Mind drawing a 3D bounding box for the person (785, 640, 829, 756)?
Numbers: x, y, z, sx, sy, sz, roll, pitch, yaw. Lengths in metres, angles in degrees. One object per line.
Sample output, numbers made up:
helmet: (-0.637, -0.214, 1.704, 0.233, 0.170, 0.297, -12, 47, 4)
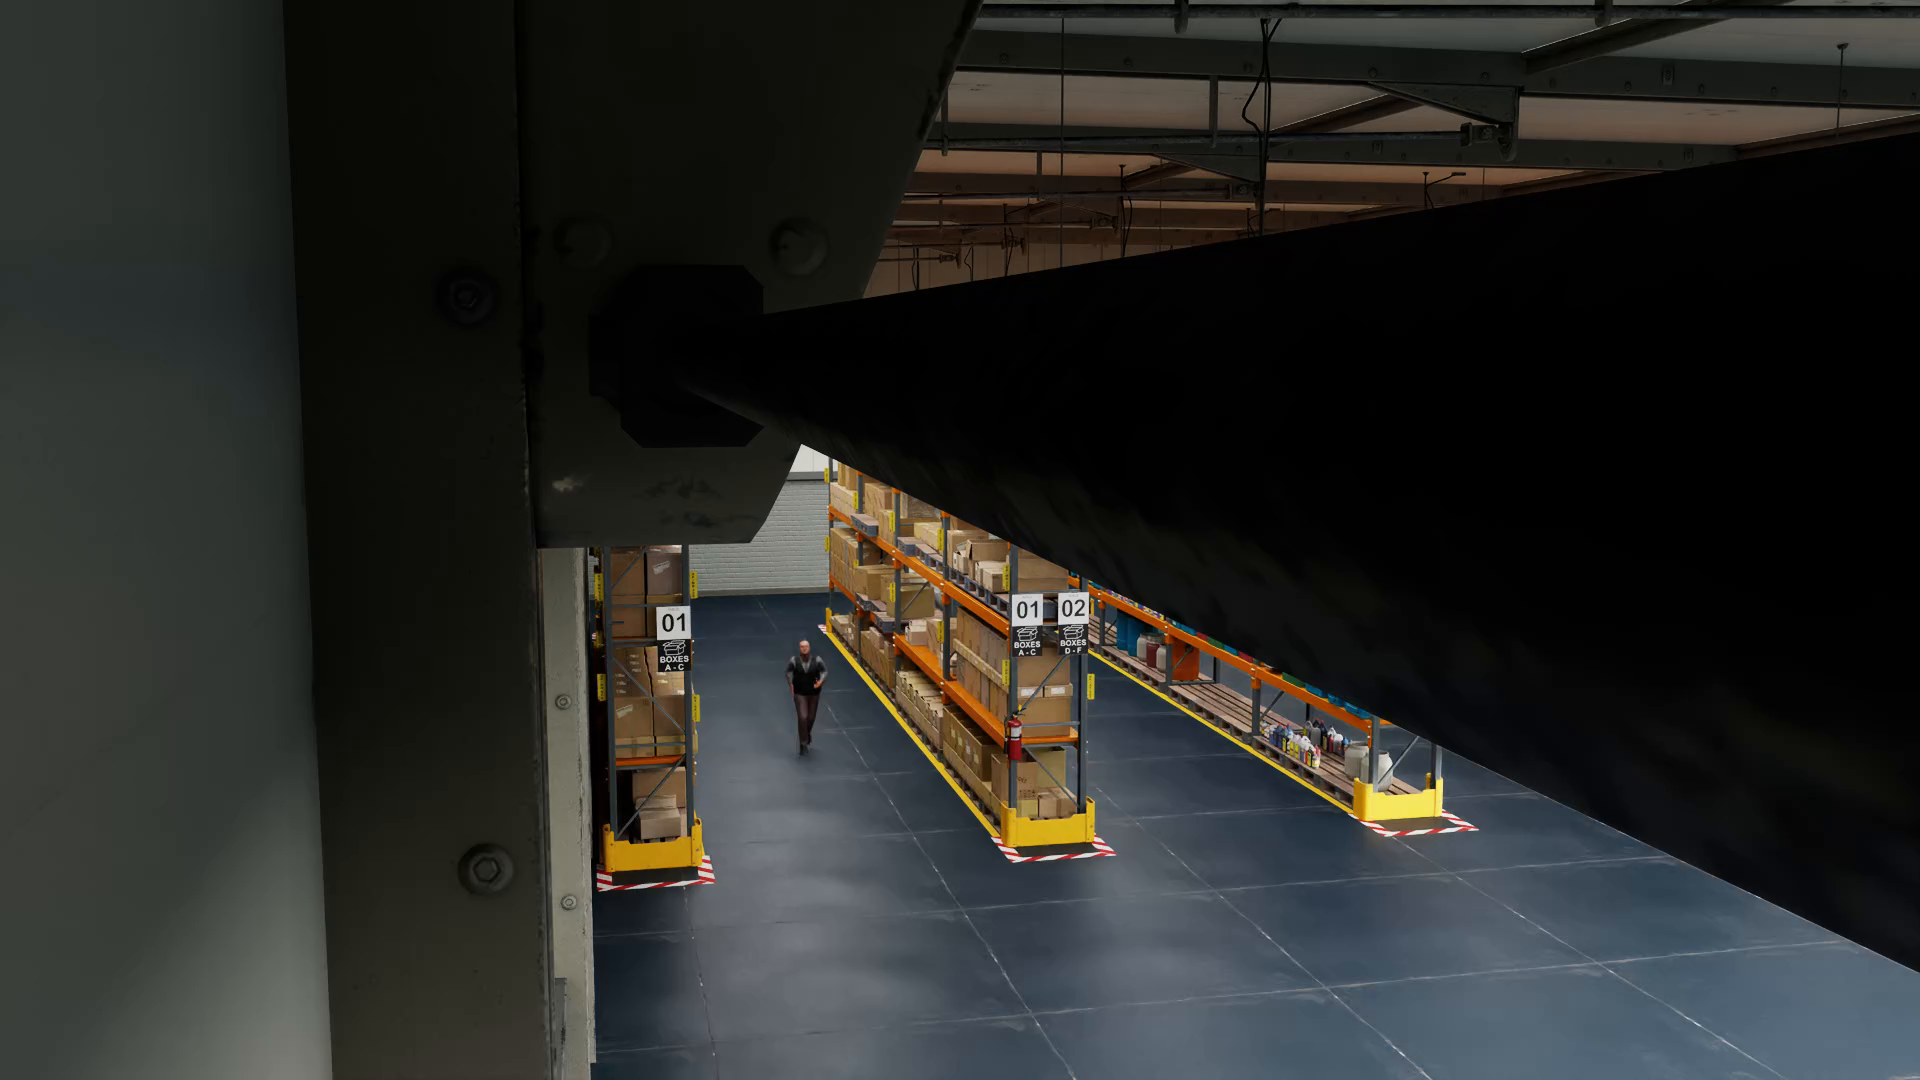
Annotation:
person: (-2.376, 2.416, 25.823, 0.675, 1.774, 0.774, -1, 7, -11)

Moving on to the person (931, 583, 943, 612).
person: (-0.528, 1.159, 36.764, 0.714, 1.627, 0.648, 6, 9, 41)
